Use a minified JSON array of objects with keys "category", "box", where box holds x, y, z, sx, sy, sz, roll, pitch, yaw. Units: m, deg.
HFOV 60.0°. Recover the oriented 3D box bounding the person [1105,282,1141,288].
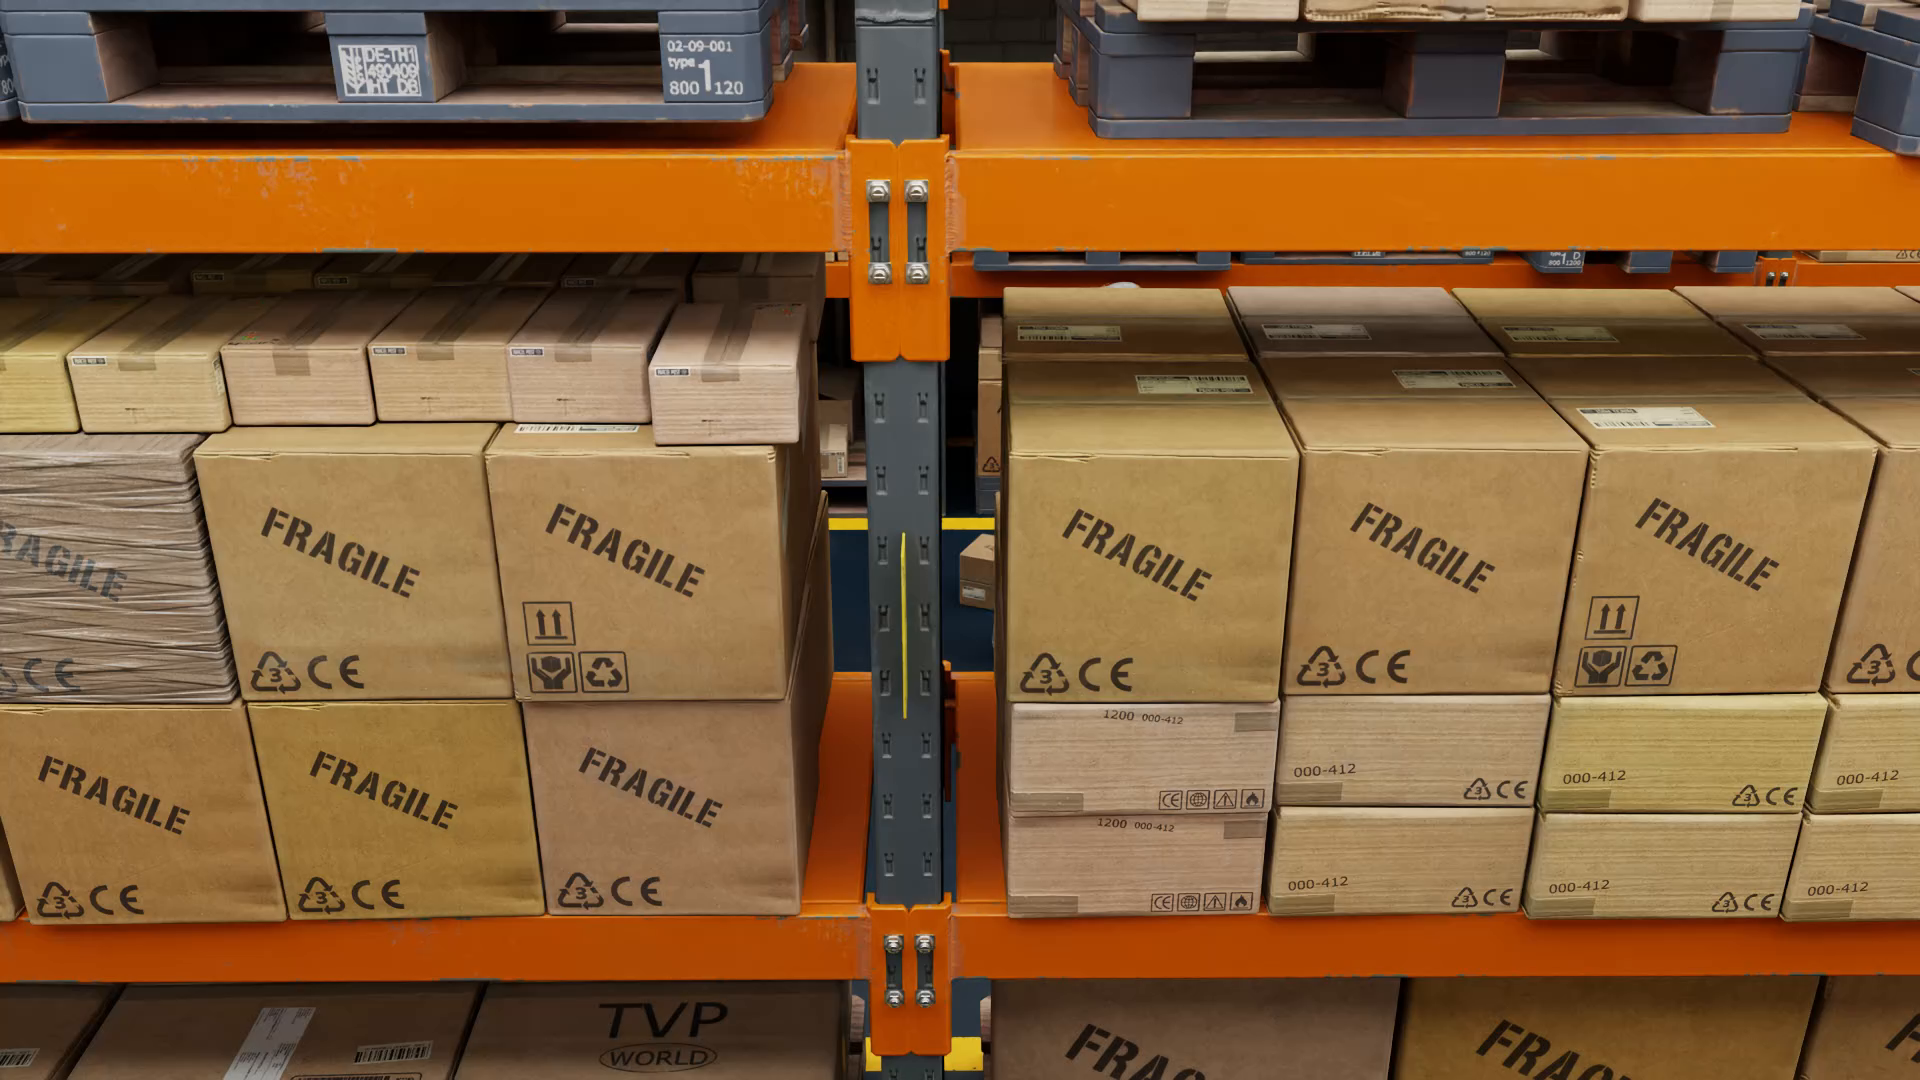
[{"category":"person","box":[0.499,-0.242,6.639,0.581,1.653,0.559,1,24,1]}]
